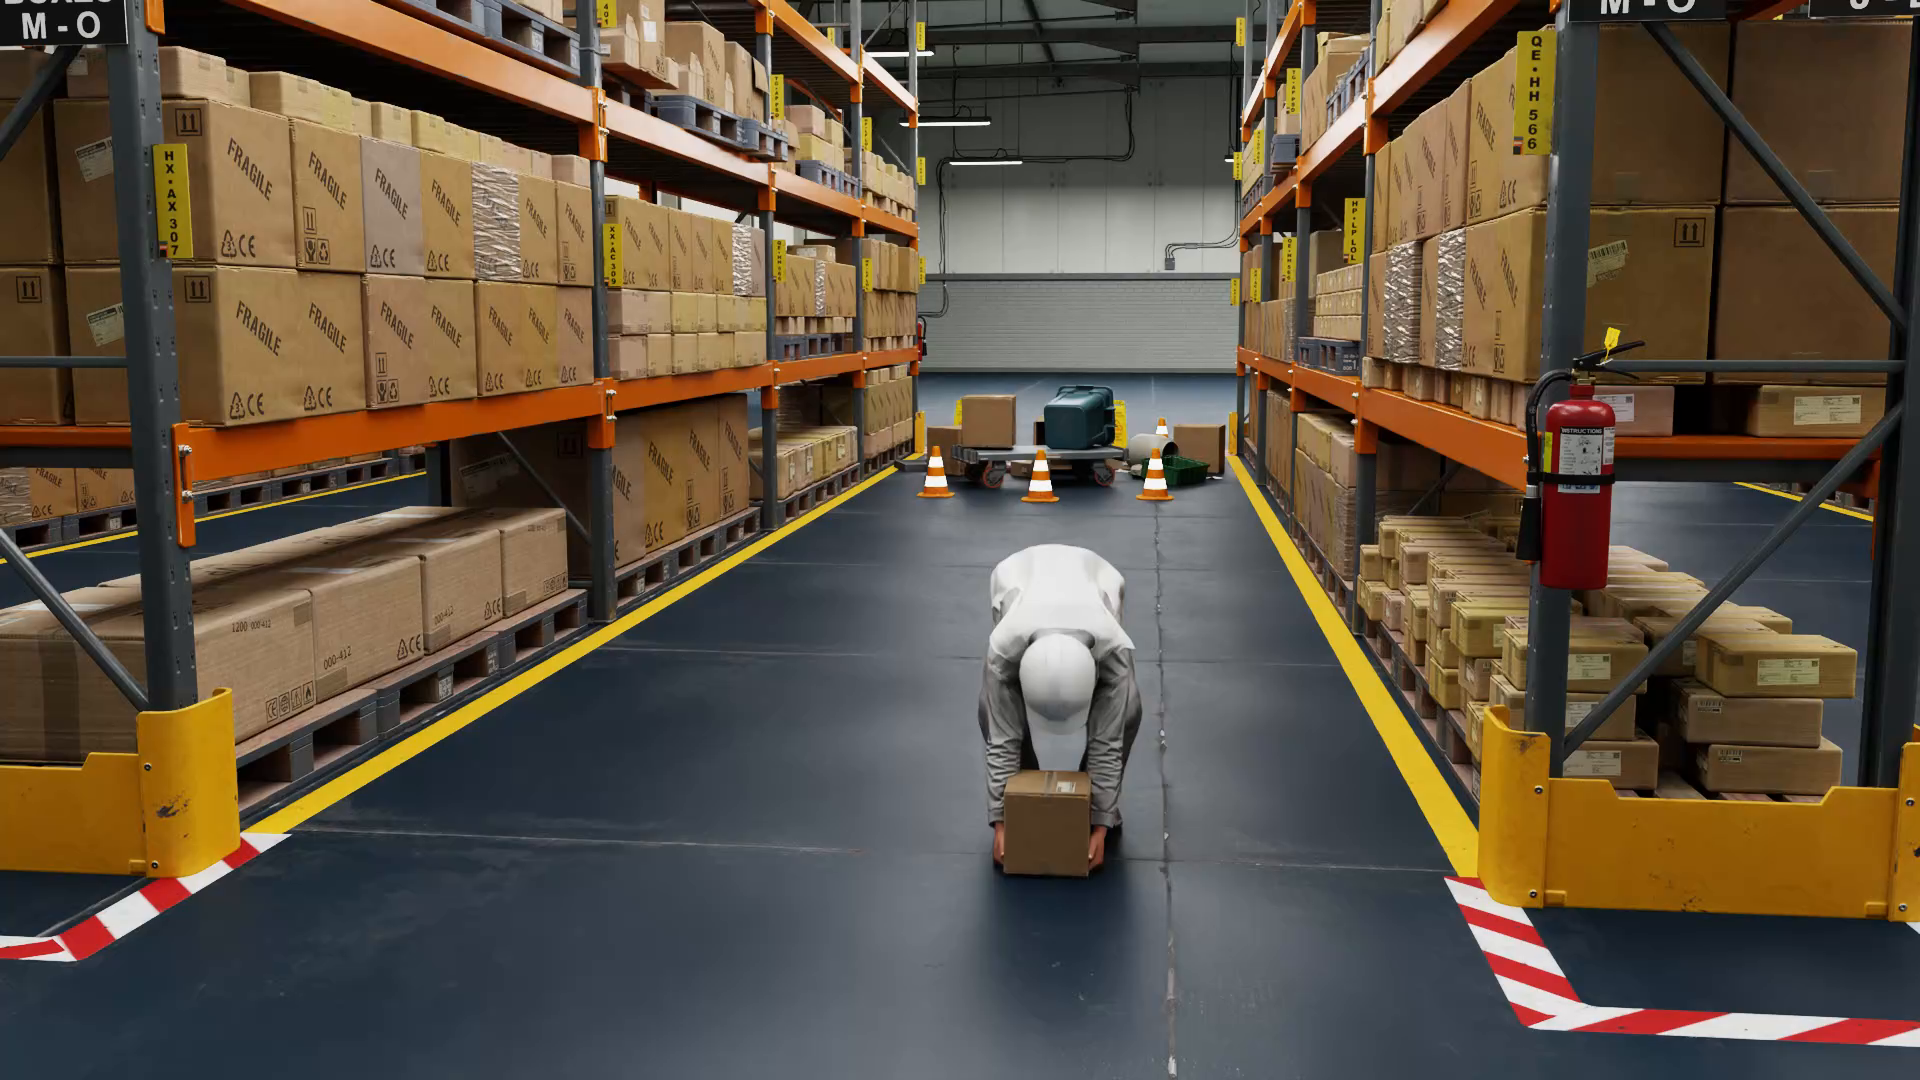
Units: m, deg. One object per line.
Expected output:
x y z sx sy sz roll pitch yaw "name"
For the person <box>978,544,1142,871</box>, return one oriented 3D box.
0.315 0.500 5.234 0.520 0.916 1.001 0 8 4 "person"
